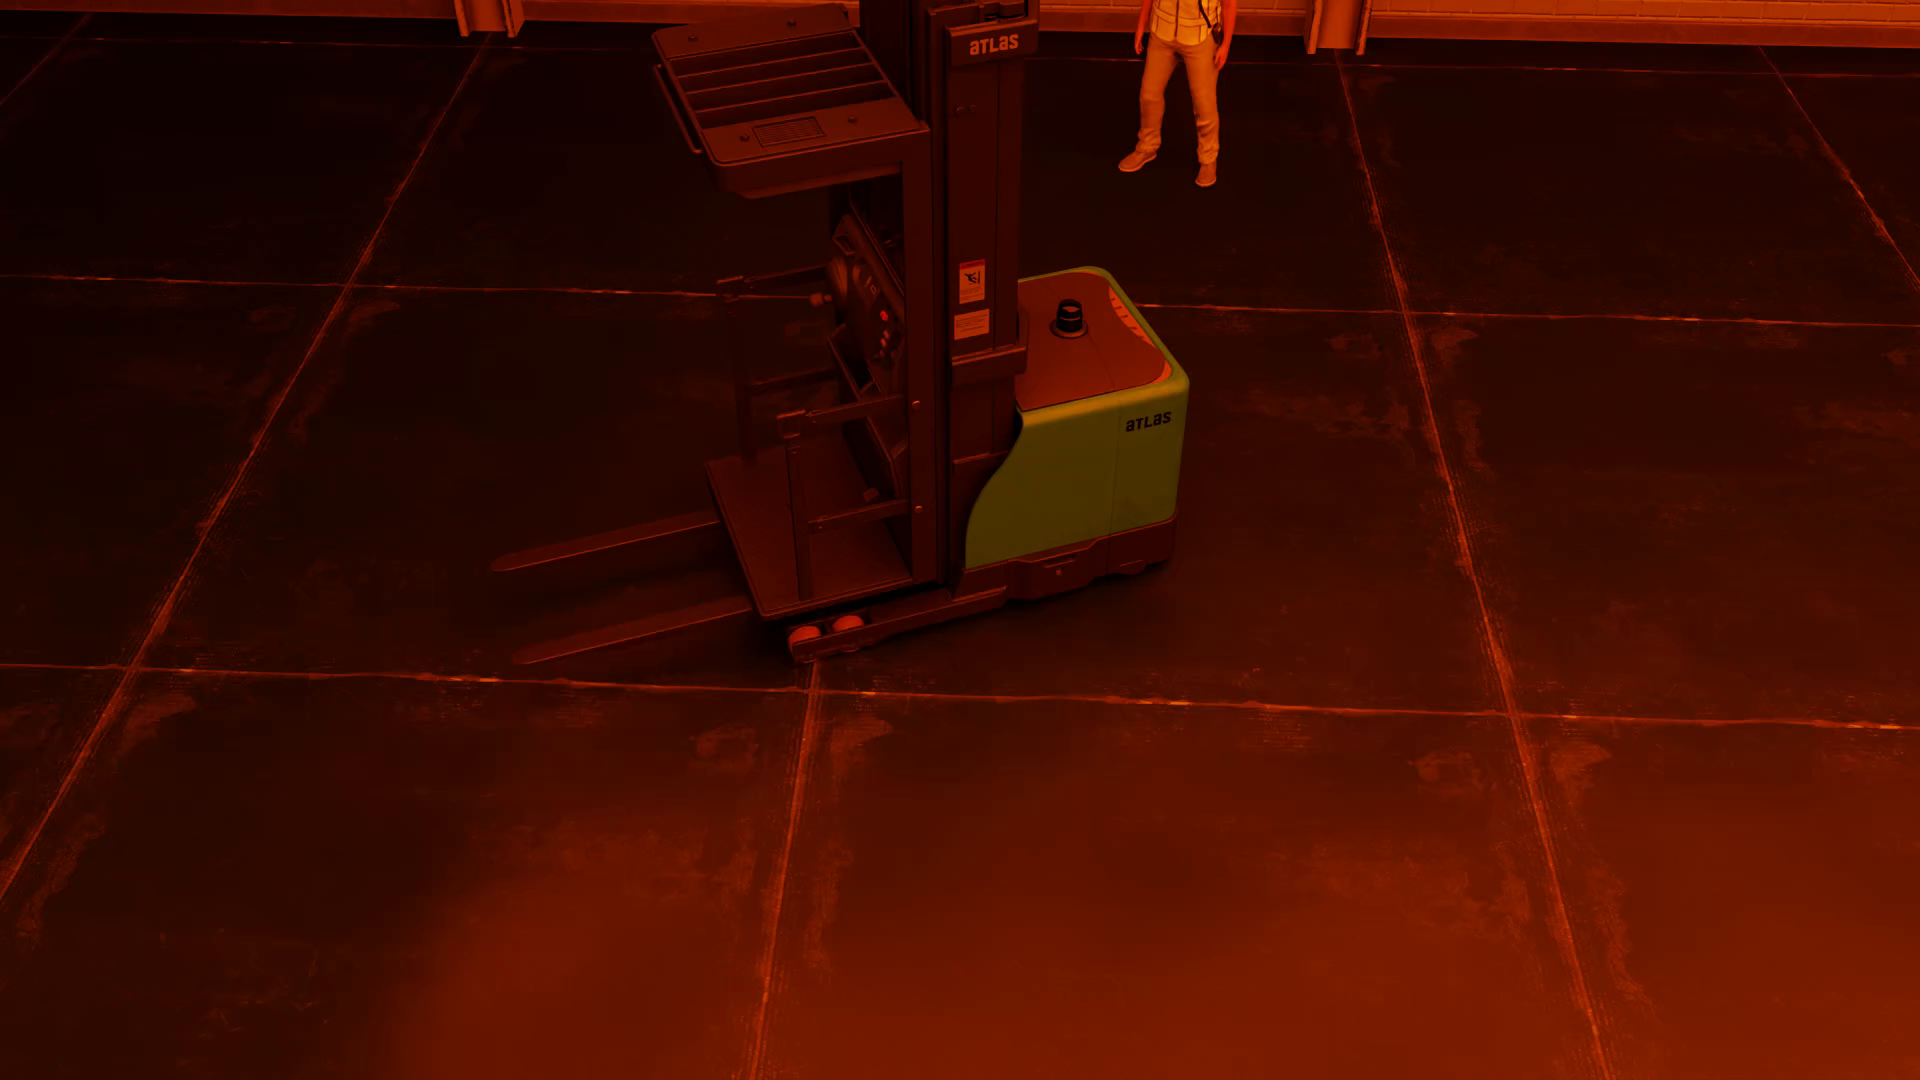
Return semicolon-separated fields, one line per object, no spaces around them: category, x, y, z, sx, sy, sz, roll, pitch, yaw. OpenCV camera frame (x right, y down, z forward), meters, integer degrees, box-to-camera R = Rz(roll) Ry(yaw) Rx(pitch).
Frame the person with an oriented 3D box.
person;1.344;-2.969;9.940;0.618;1.670;0.487;18;45;19

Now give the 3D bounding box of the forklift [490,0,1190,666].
forklift;-0.573;-0.945;6.778;3.031;2.935;1.130;-13;44;-14
